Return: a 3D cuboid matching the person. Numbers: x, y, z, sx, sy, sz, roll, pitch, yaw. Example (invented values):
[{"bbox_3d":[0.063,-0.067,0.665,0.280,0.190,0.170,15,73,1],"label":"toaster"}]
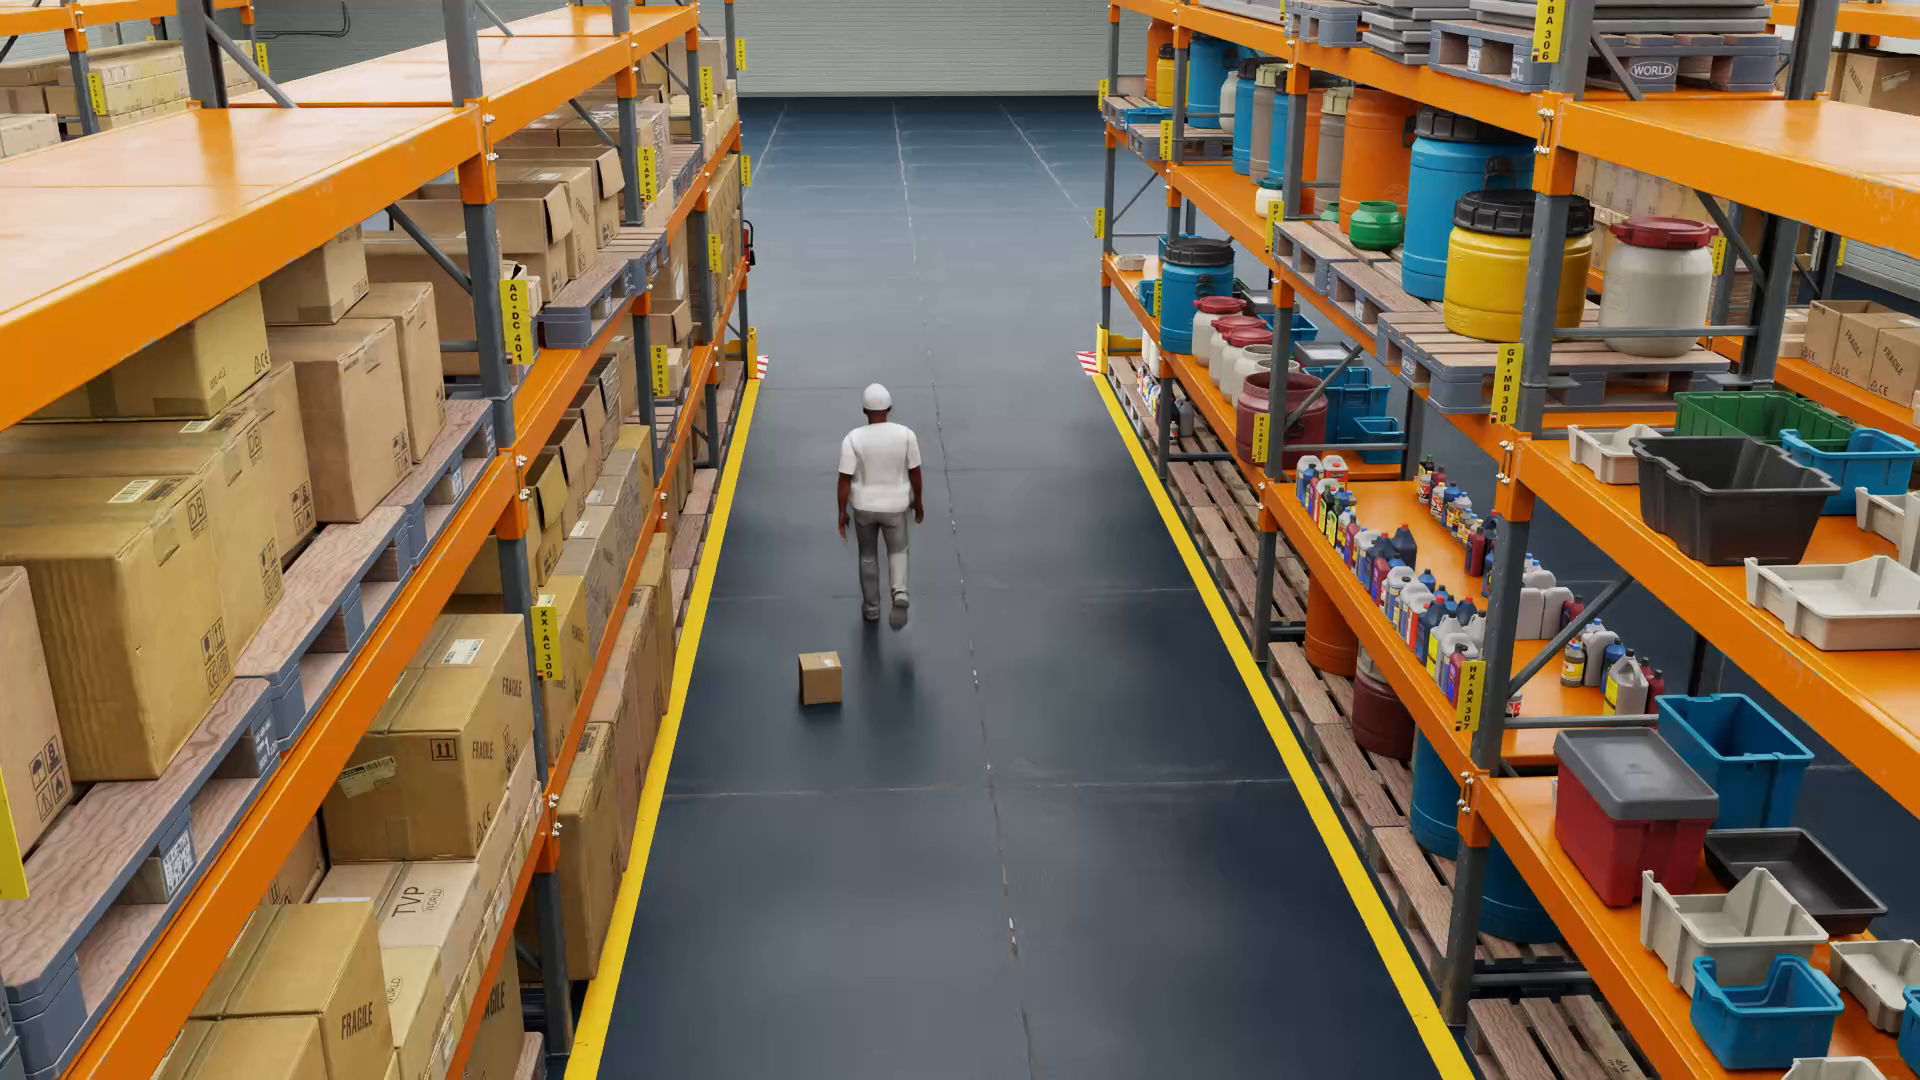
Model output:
[{"bbox_3d":[-0.549,-0.222,11.609,0.611,1.746,0.721,-2,20,-4],"label":"person"}]
